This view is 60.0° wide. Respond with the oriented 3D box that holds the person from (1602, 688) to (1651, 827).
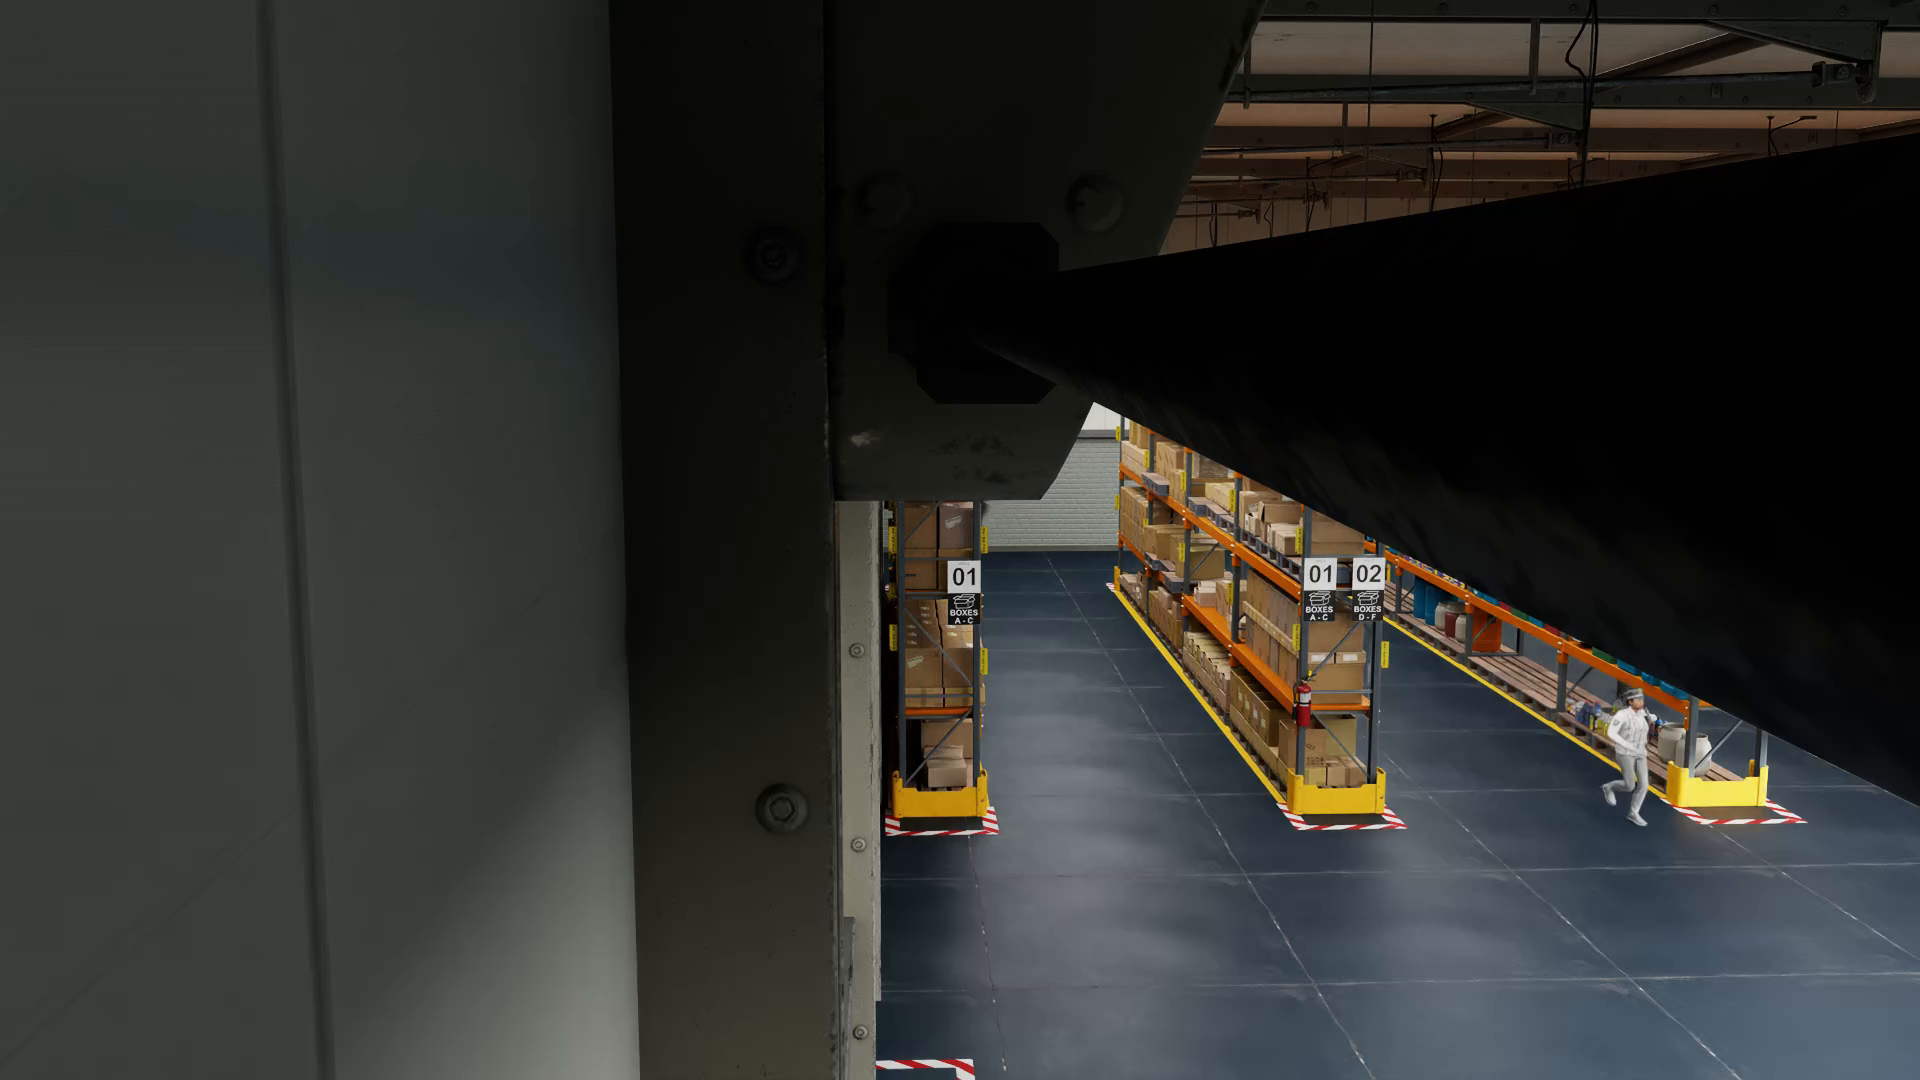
[{"bbox_3d":[8.181,2.609,20.341,0.655,1.680,0.689,-3,9,-21],"label":"person"}]
